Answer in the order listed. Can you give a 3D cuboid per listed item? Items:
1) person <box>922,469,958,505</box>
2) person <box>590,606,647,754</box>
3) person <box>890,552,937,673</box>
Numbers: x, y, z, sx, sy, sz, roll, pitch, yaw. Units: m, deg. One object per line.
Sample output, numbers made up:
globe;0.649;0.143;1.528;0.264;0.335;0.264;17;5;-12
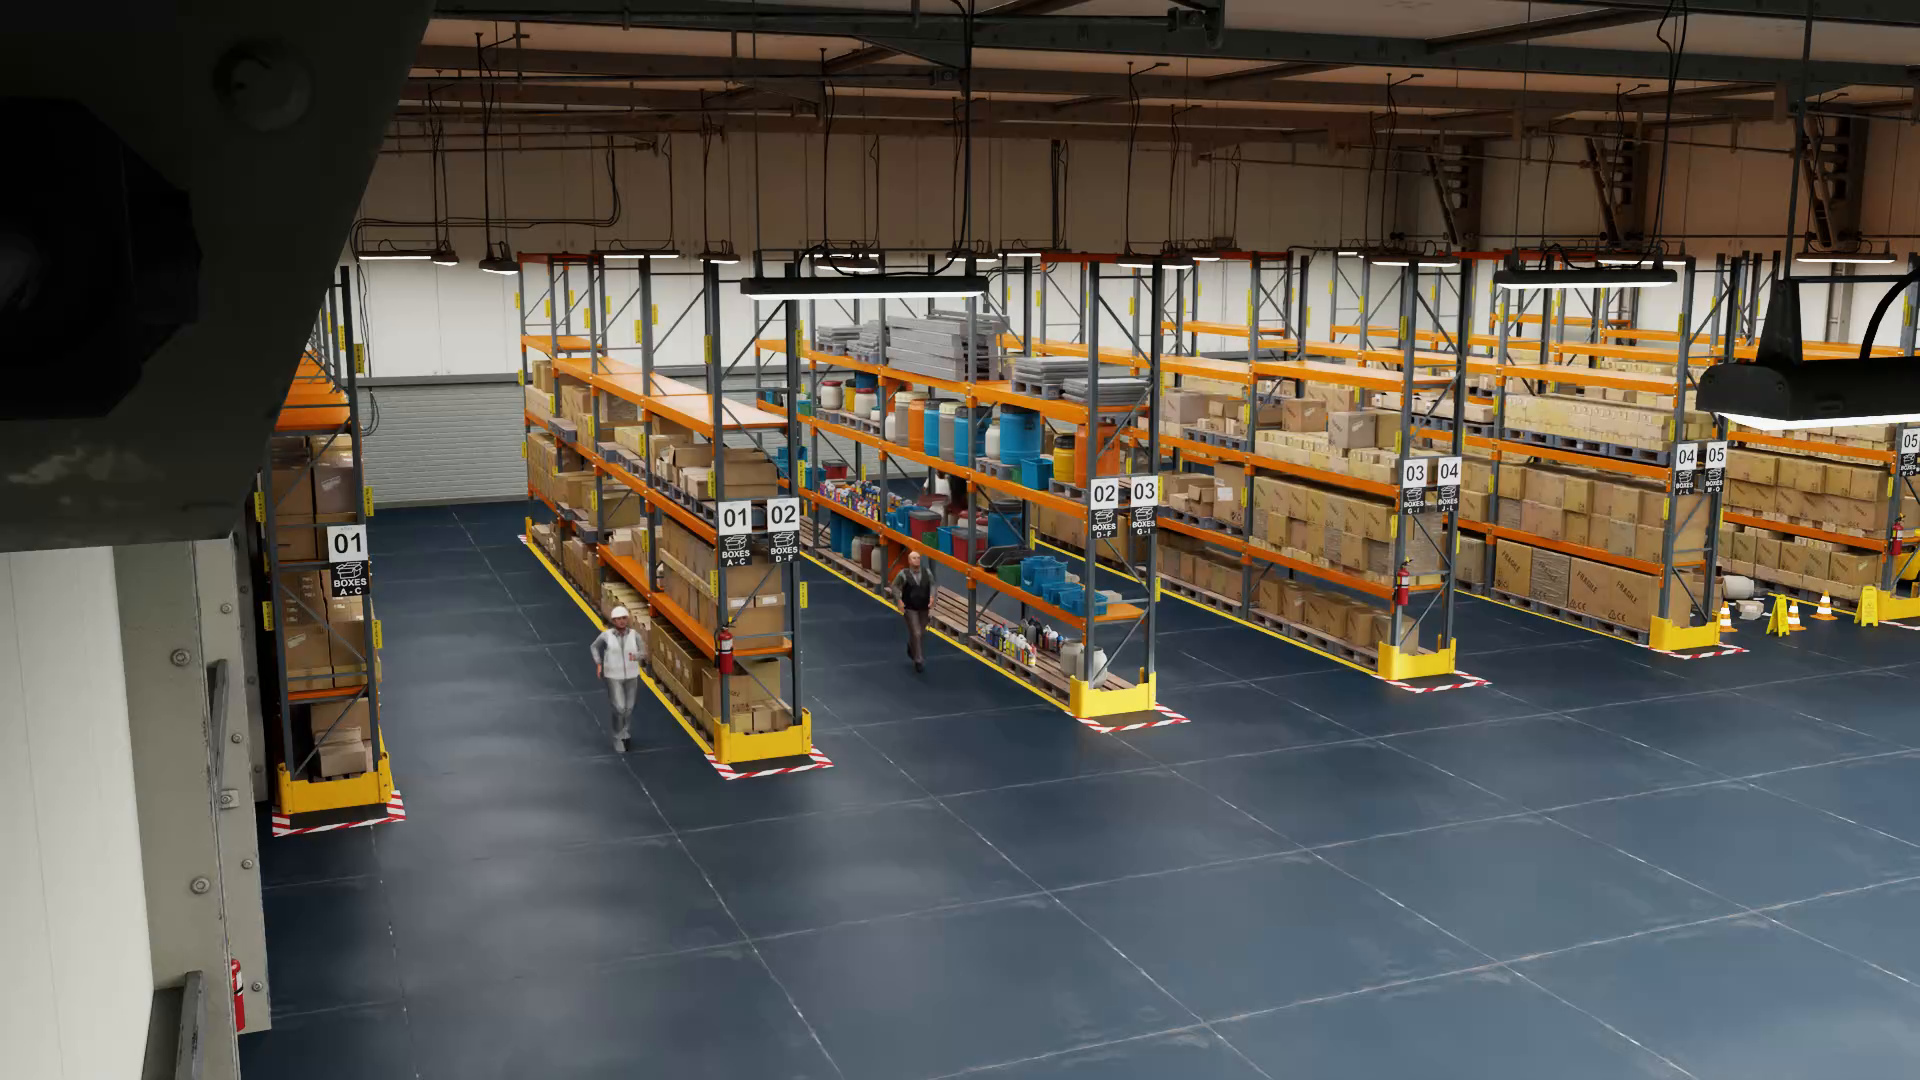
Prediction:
person;-0.350;-0.715;33.890;0.701;1.752;0.990;-7;12;-33
person;-4.217;1.727;20.714;0.624;1.830;0.752;-6;12;-28
person;-0.655;1.011;24.237;0.673;1.718;0.821;-4;11;-22
